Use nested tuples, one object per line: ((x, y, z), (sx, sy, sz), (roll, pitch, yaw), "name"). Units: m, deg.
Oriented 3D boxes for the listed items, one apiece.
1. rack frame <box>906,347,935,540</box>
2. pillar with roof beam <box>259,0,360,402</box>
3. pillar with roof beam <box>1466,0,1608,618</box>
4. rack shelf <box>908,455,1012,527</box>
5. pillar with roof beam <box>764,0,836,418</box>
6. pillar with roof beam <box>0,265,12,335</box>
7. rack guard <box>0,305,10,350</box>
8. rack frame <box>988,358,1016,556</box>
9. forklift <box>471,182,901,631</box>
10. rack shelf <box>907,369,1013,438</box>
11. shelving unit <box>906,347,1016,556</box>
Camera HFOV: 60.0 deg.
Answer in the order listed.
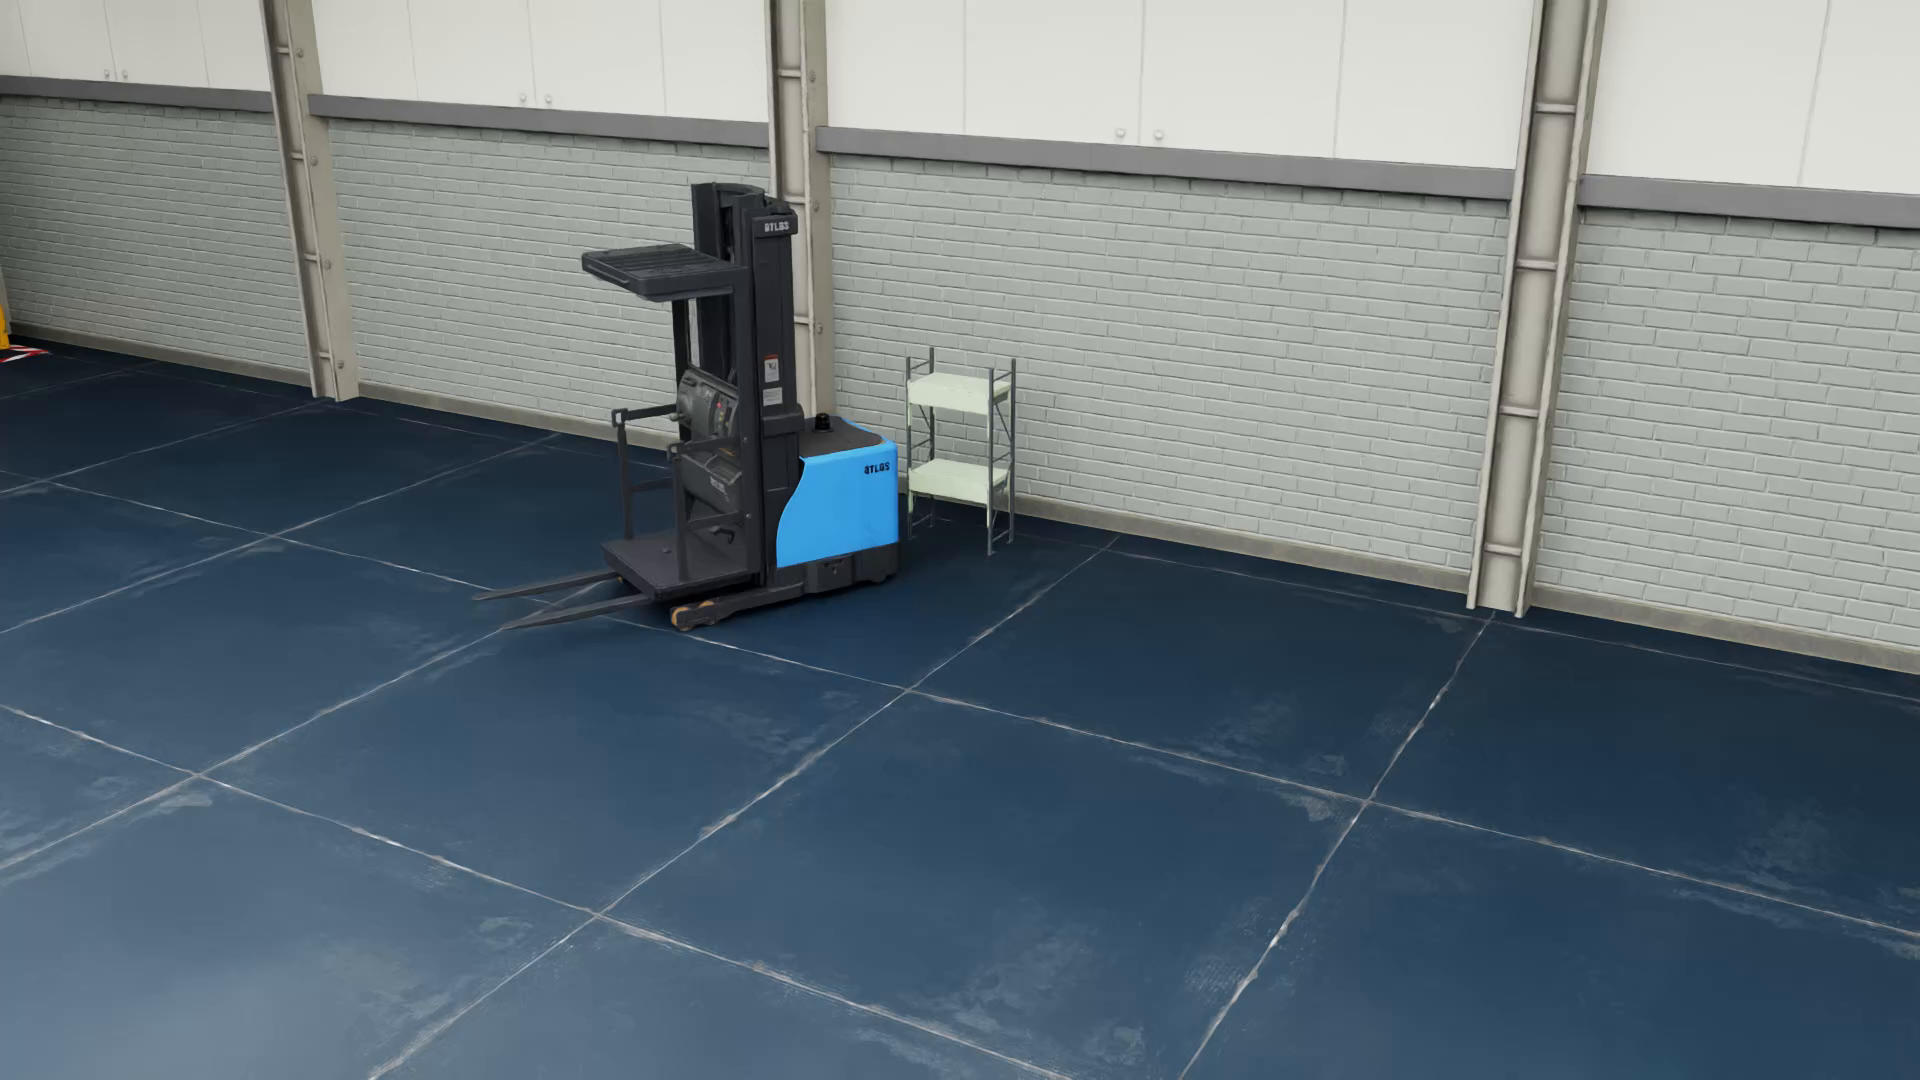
((-0.314, -0.765, 13.274), (0.023, 1.500, 0.400), (11, 23, 27), "rack frame")
((-8.672, -4.467, 12.483), (0.400, 9.000, 9.100), (11, 23, 27), "pillar with roof beam")
((1.804, -2.471, 6.982), (0.400, 9.000, 9.100), (11, 23, 27), "pillar with roof beam")
((0.006, -0.397, 13.217), (0.720, 0.370, 0.431), (11, 23, 27), "rack shelf")
((-3.434, -3.469, 9.733), (0.400, 9.000, 9.100), (11, 23, 27), "pillar with roof beam")
((-13.910, -5.465, 15.234), (0.400, 9.000, 9.100), (11, 23, 27), "pillar with roof beam")
((-11.621, -2.363, 19.147), (0.348, 0.500, 1.175), (11, 23, 27), "rack guard")
((0.325, -0.643, 12.939), (0.023, 1.500, 0.400), (11, 23, 27), "rack frame")
((-1.961, -0.949, 11.683), (3.031, 2.935, 1.130), (-12, 23, -31), "forklift")
((0.006, -1.071, 12.973), (0.720, 0.370, 0.431), (11, 23, 27), "rack shelf")
((0.006, -0.704, 13.106), (0.755, 1.500, 0.431), (11, 23, 27), "shelving unit")
